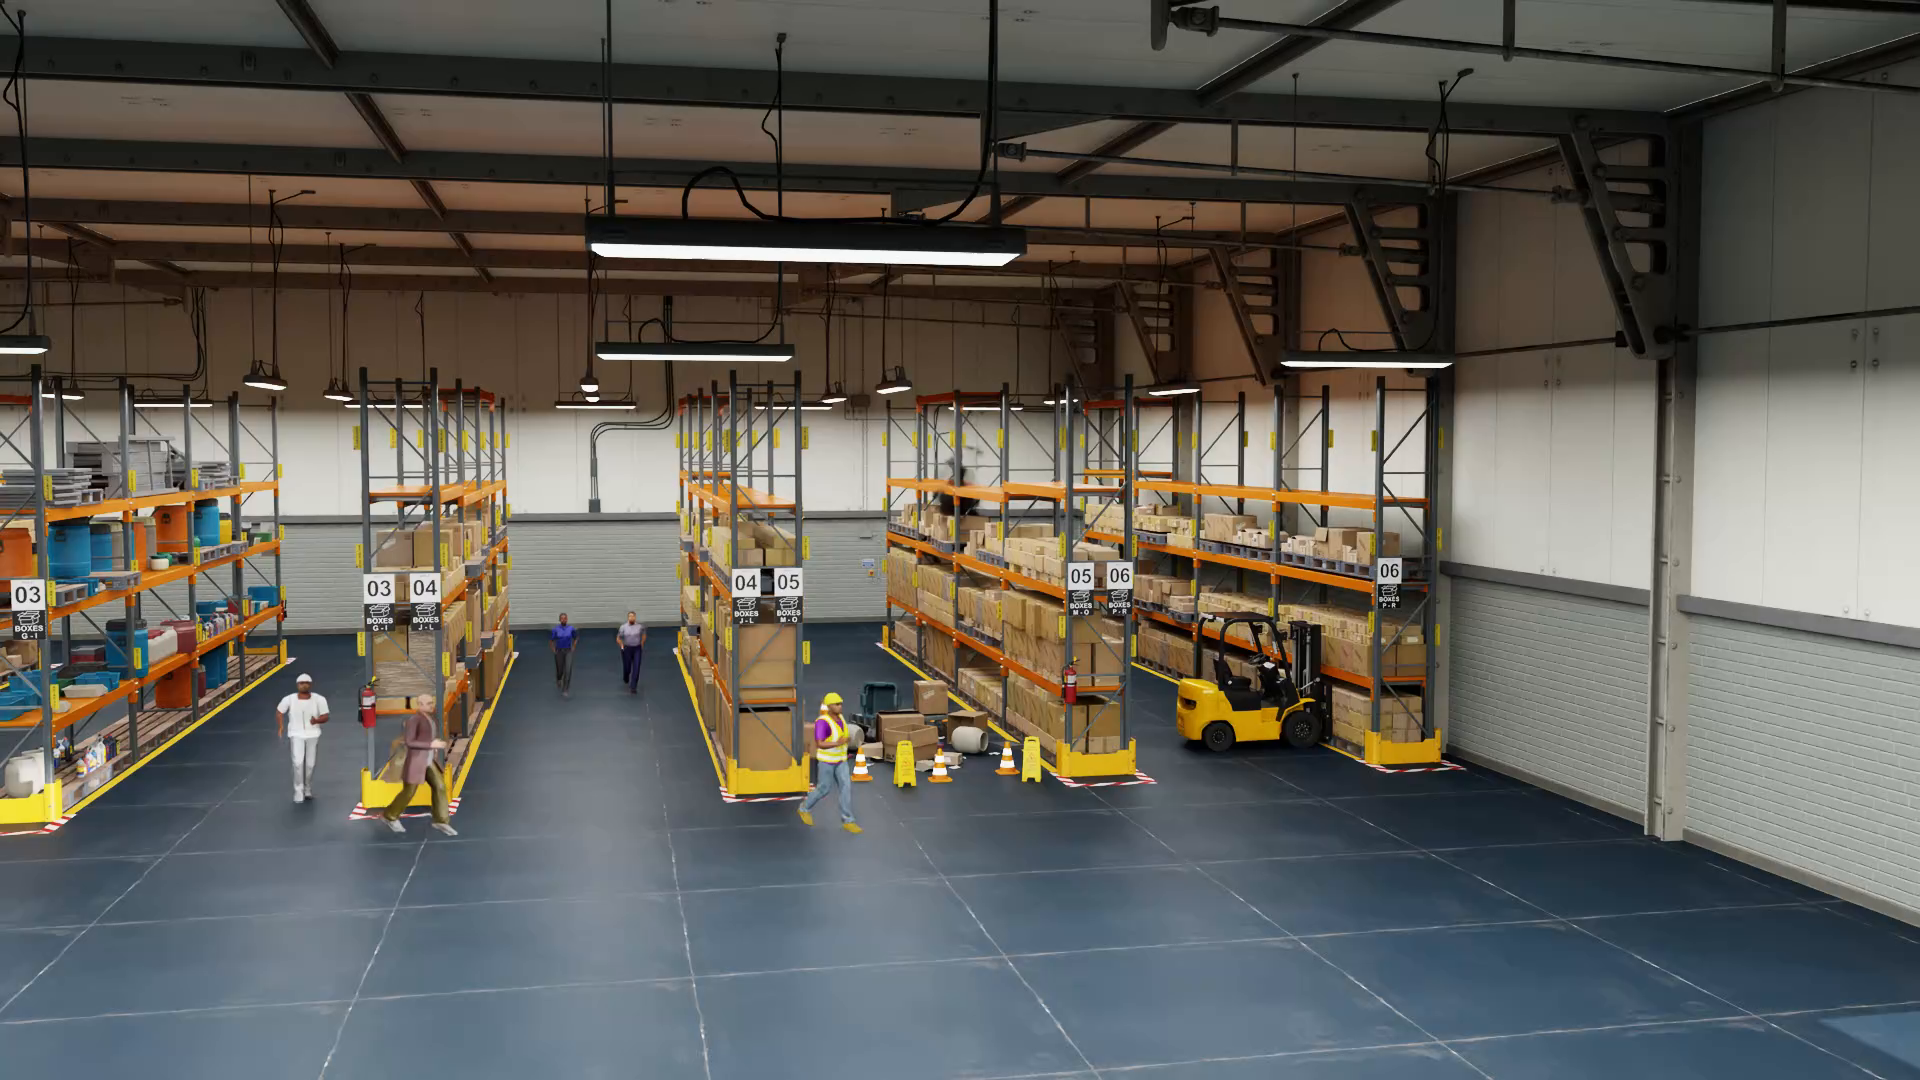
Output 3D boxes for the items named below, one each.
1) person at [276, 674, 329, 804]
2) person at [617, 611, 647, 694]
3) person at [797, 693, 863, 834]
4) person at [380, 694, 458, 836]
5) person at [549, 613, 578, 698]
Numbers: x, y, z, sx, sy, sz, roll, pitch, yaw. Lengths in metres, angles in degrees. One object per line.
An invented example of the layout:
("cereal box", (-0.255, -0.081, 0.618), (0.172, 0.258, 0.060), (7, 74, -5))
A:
("person", (-9.114, 2.753, 23.104), (0.669, 1.777, 0.659), (-2, 4, -26))
("person", (-6.536, 2.233, 33.174), (0.607, 1.598, 0.734), (-1, 4, -17))
("person", (-1.652, 2.822, 21.219), (0.982, 1.760, 0.696), (2, 4, 34))
("person", (-6.867, 2.852, 21.111), (1.007, 1.807, 0.690), (1, 4, 17))
("person", (-7.803, 2.255, 32.780), (0.577, 1.636, 0.711), (-1, 4, -19))
